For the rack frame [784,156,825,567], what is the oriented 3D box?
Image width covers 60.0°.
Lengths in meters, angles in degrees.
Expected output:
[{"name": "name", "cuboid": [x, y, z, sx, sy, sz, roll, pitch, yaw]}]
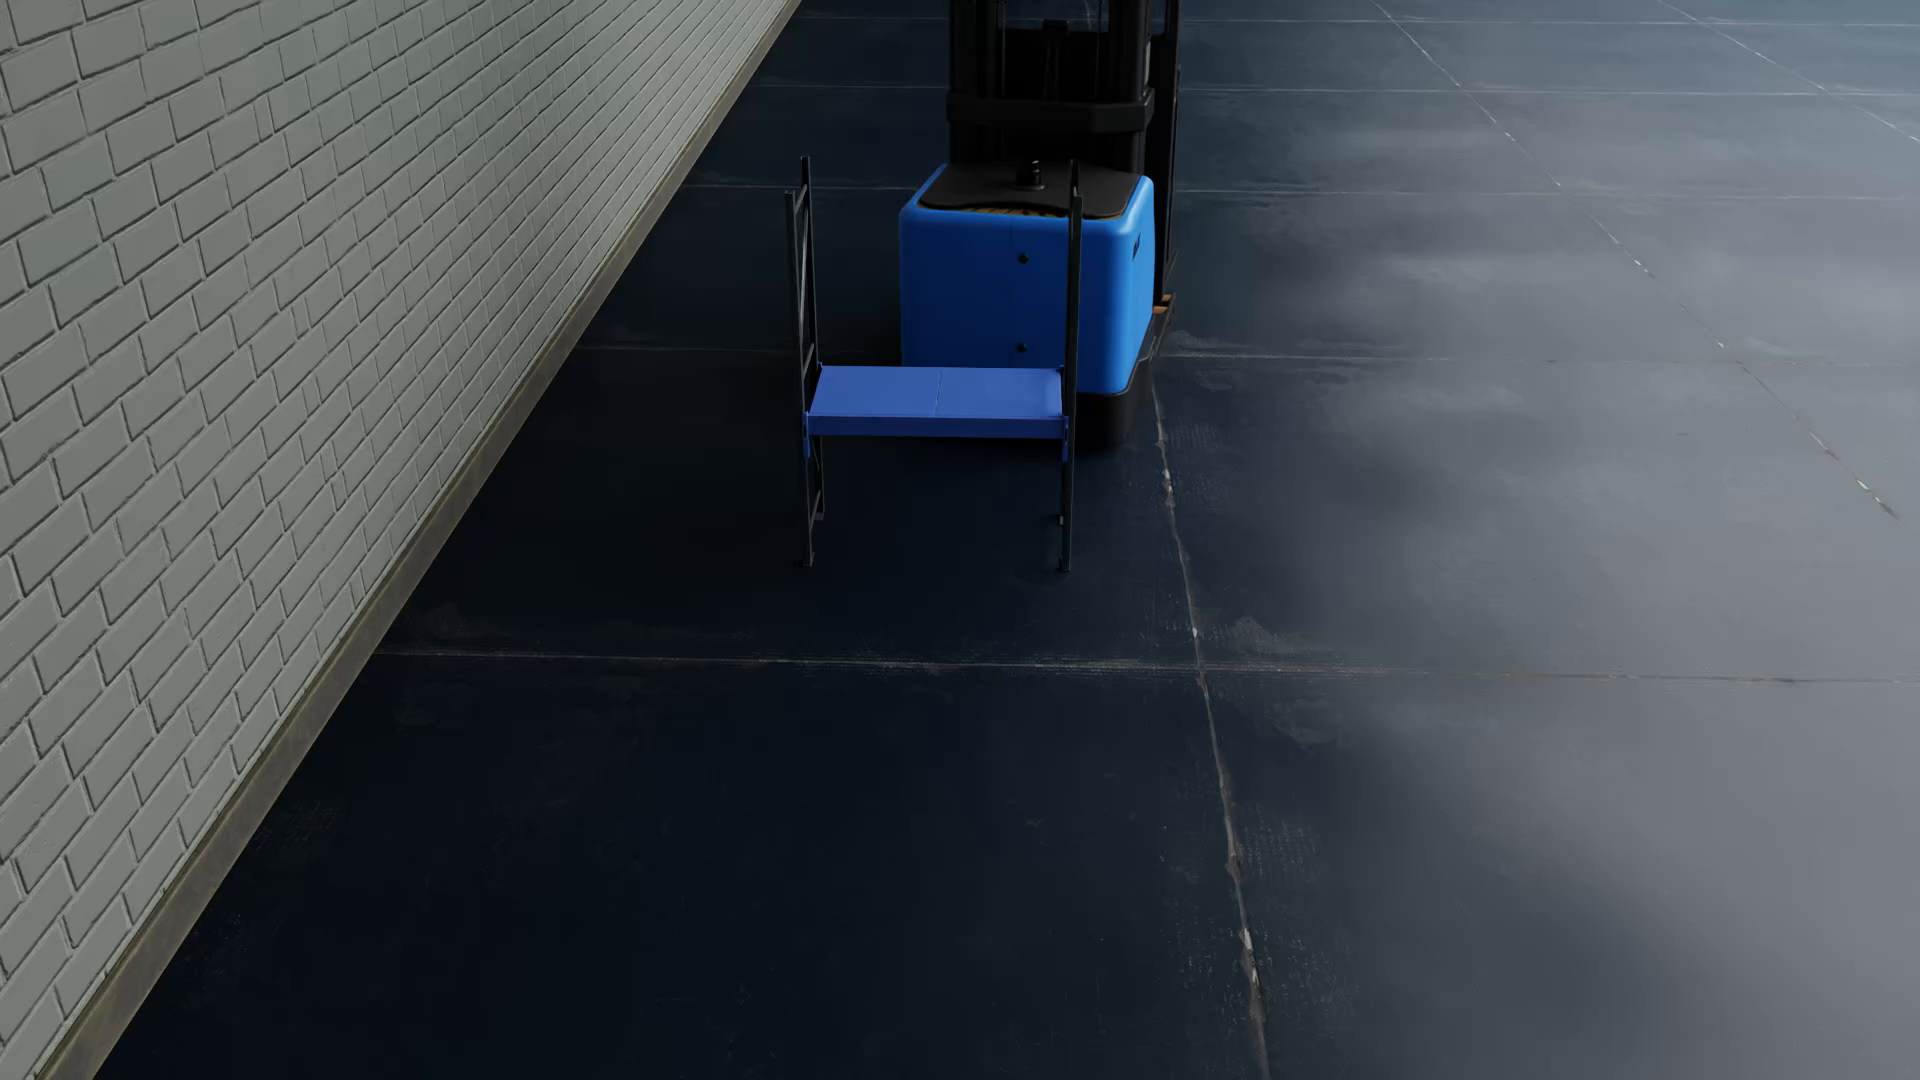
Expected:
[{"name": "rack frame", "cuboid": [-0.593, -0.672, 6.417, 0.032, 1.500, 0.500, 1, 28, 2]}]

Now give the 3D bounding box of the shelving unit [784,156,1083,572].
[{"name": "shelving unit", "cuboid": [-0.085, -0.664, 6.401, 1.048, 1.500, 0.538, 1, 28, 2]}]

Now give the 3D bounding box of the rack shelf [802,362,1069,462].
[{"name": "rack shelf", "cuboid": [-0.085, -0.505, 6.486, 1.000, 0.185, 0.538, 1, 28, 2]}]

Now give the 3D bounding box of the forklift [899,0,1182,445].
[{"name": "forklift", "cuboid": [0.544, -2.388, 8.126, 1.130, 2.935, 3.031, 6, 29, 11]}]

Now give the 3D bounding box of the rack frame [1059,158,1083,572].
[{"name": "rack frame", "cuboid": [0.423, -0.656, 6.386, 0.032, 1.500, 0.500, 1, 28, 2]}]
